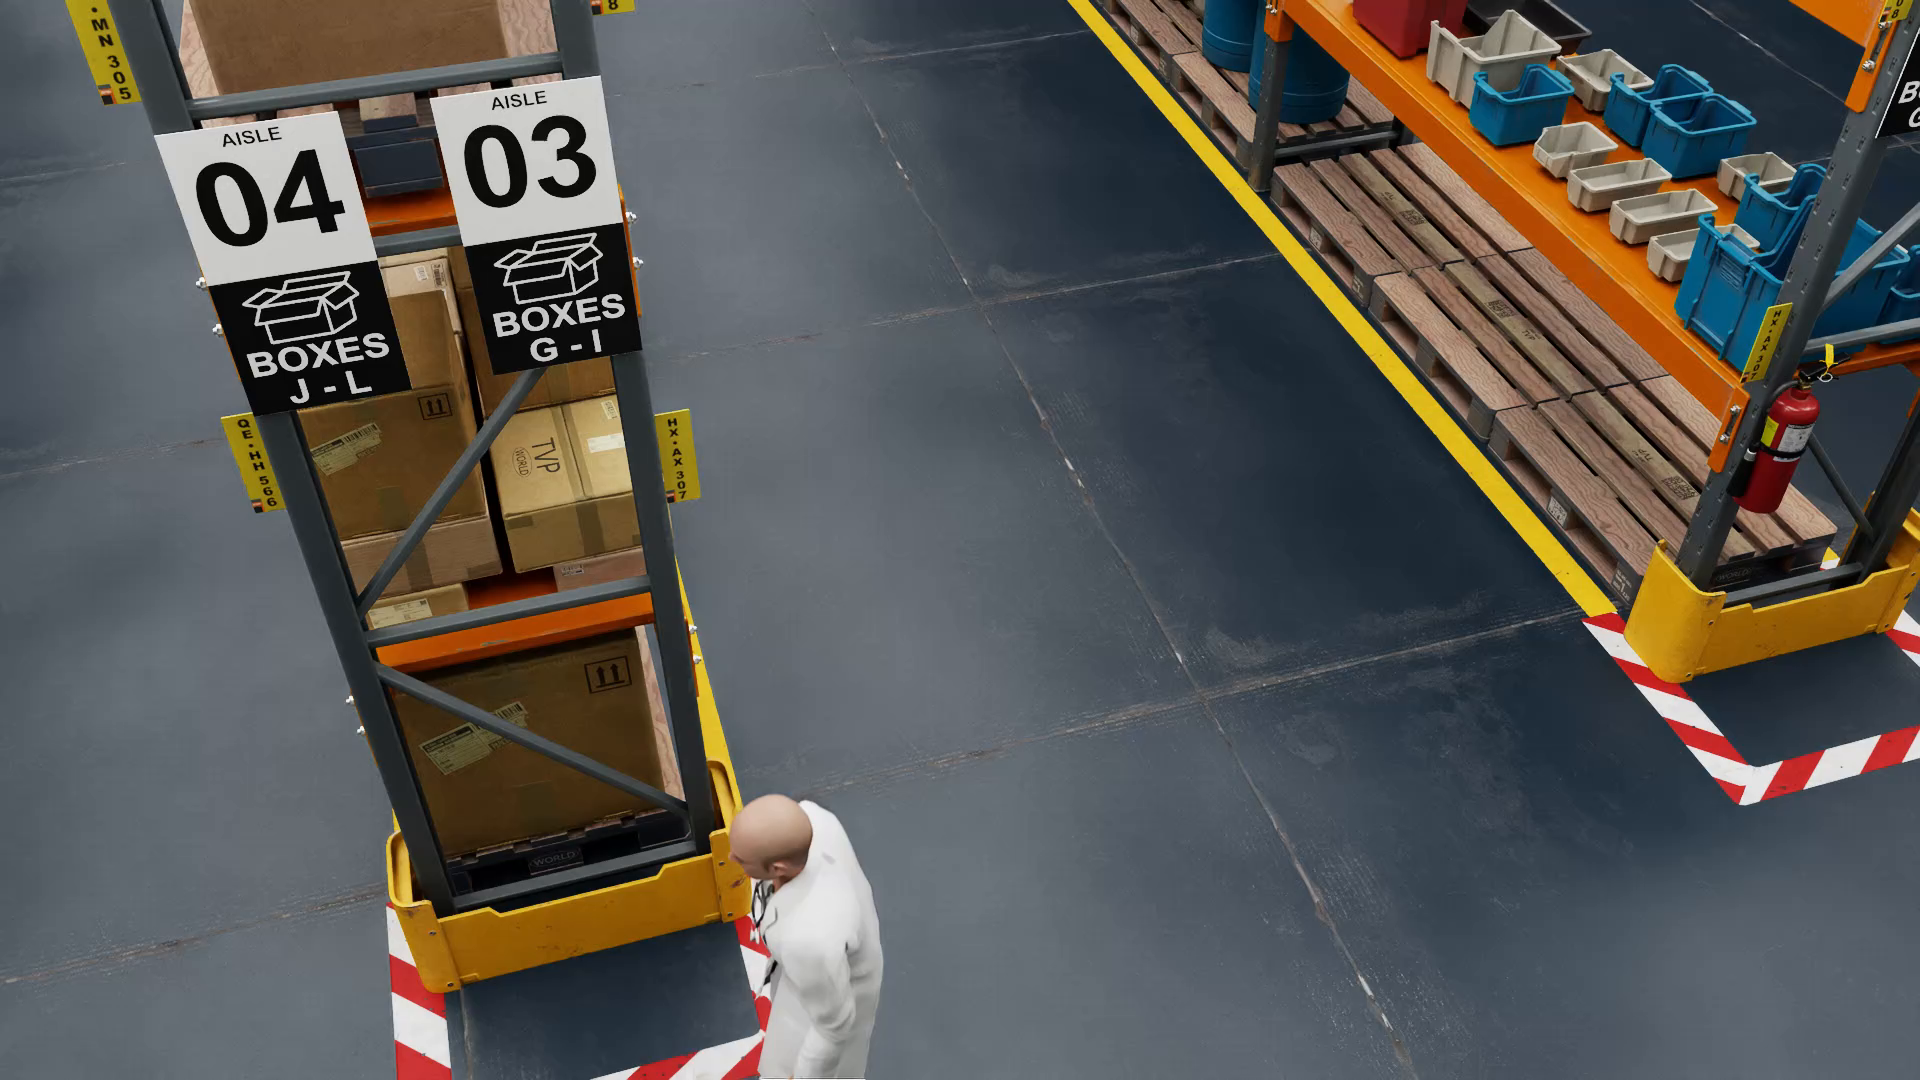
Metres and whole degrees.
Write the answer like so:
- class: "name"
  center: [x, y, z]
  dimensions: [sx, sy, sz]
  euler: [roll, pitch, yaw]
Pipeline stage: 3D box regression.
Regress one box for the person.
- class: "person"
  center: [-0.428, 1.299, 4.713]
  dimensions: [0.429, 1.772, 0.645]
  euler: [-5, 42, -5]
